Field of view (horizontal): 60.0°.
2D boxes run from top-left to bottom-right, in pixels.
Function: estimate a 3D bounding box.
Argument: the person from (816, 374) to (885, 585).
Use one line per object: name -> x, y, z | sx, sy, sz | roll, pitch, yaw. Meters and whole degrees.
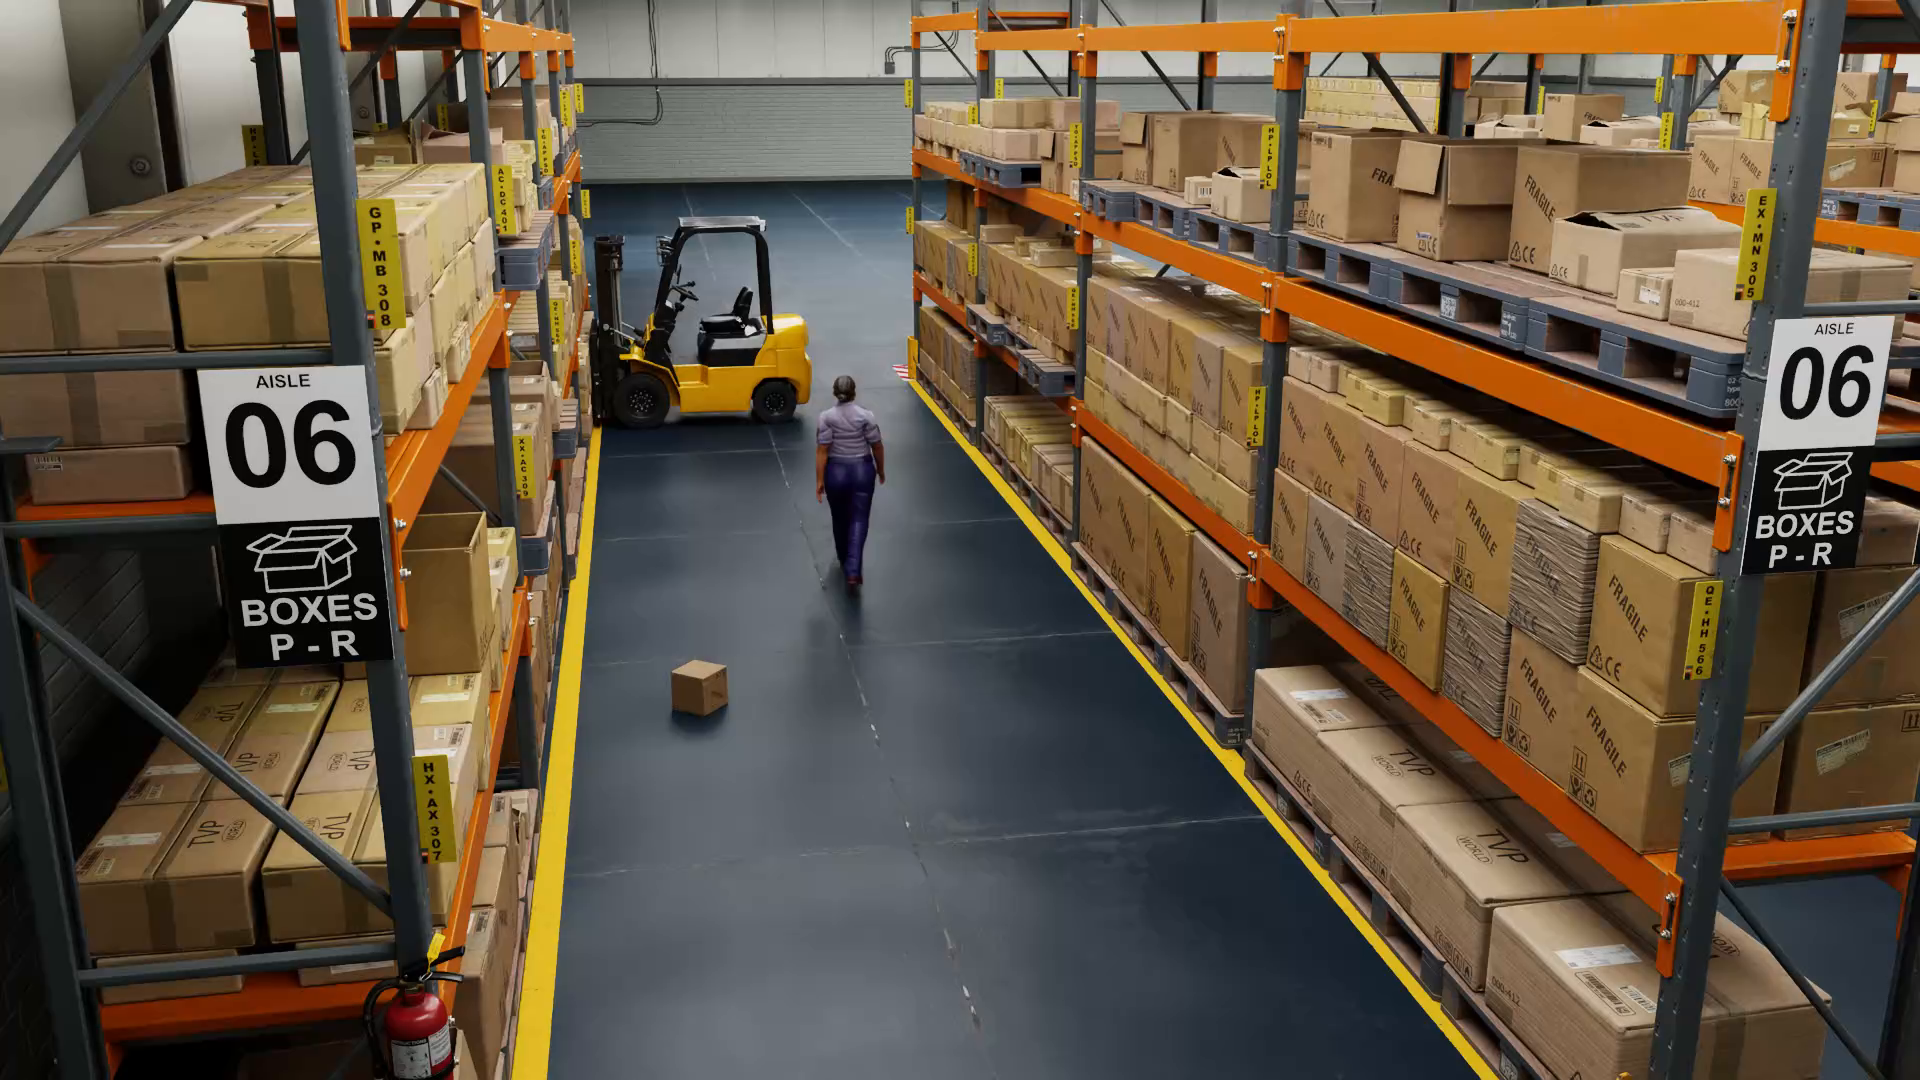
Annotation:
person -> -0.830, -0.490, 12.732 | 0.499, 1.579, 0.998 | 1, 17, 5
